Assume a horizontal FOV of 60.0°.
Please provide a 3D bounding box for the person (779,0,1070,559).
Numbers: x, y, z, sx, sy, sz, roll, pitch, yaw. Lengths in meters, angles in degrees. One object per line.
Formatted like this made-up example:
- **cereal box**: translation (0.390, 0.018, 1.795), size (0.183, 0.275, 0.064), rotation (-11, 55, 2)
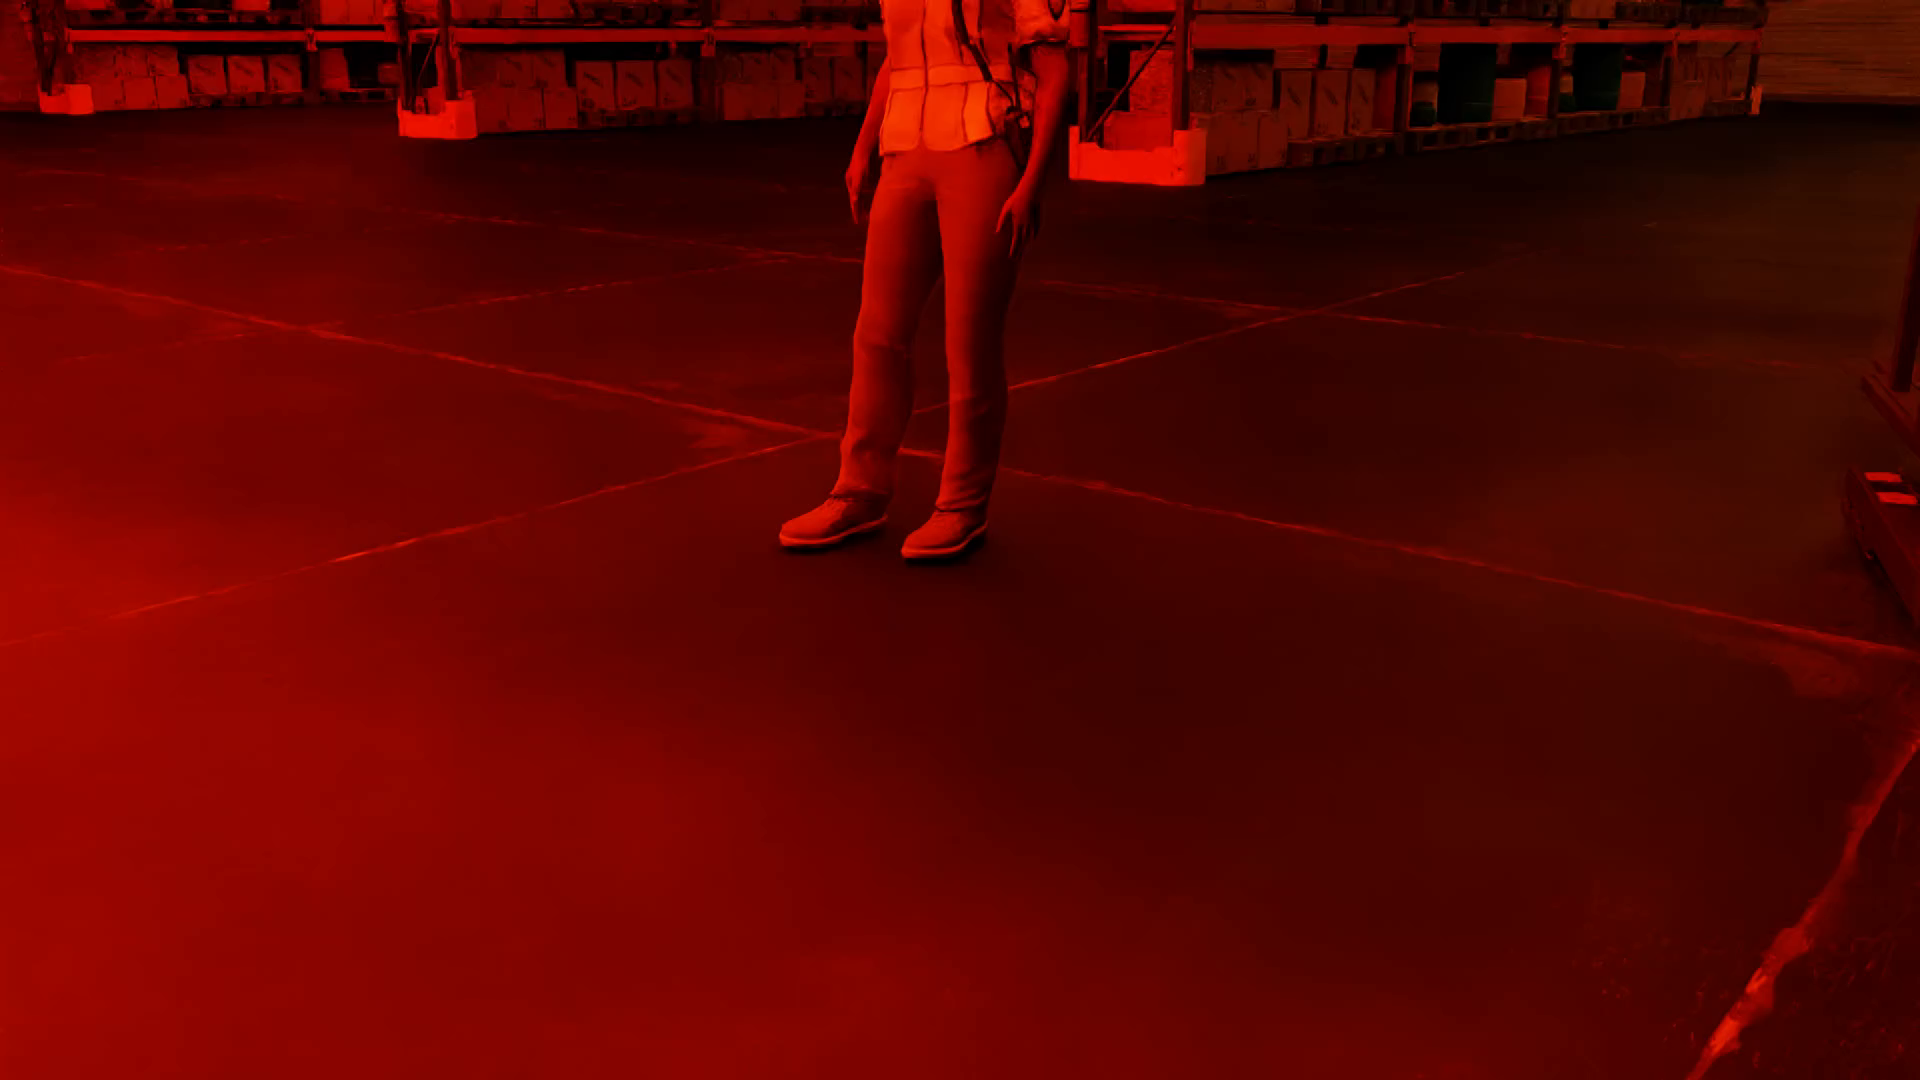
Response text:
- **person**: translation (-0.063, -0.805, 3.650), size (0.570, 1.695, 0.529), rotation (13, 21, 37)

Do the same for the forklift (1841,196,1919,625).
- **forklift**: translation (2.549, -1.285, 3.128), size (1.130, 2.935, 3.031), rotation (6, 18, 19)
